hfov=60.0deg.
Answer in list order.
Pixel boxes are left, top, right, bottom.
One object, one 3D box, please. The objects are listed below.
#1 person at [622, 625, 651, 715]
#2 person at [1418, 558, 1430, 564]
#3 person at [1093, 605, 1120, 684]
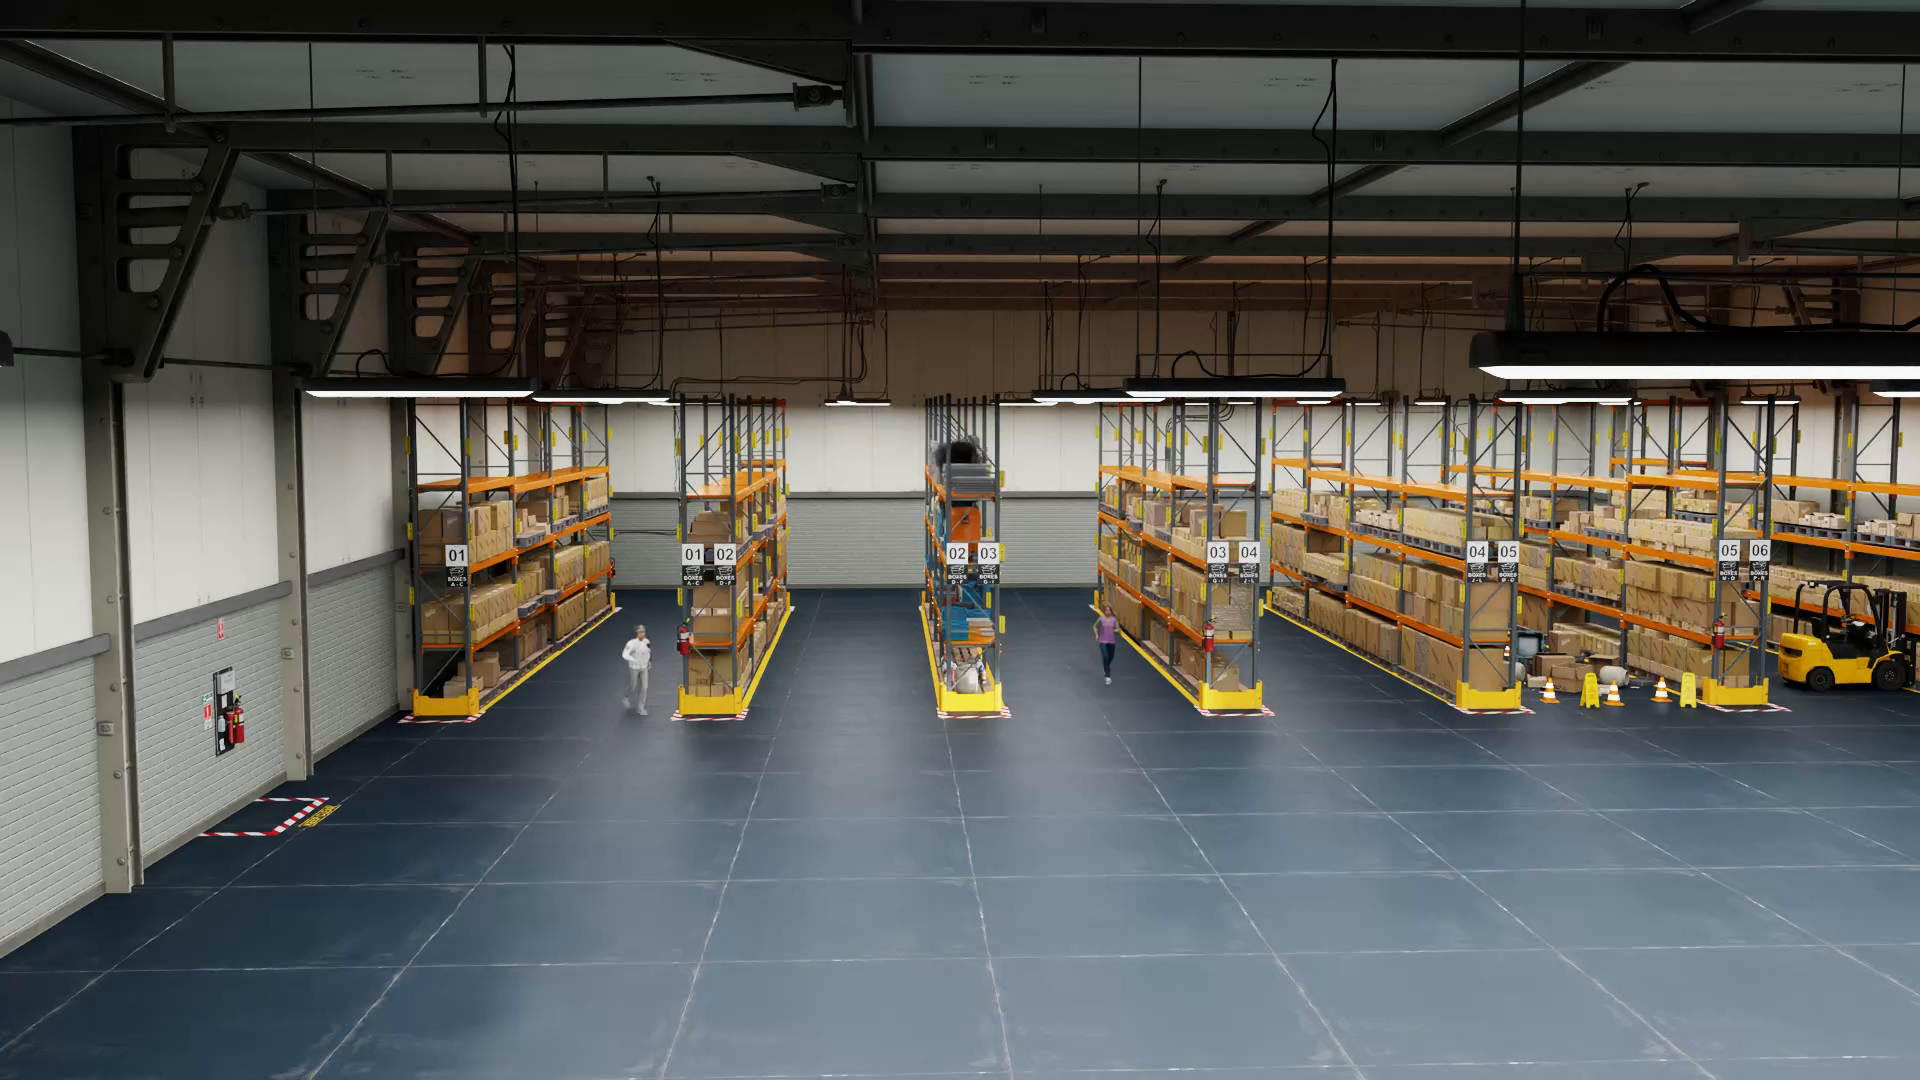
[{"bbox_3d":[-6.056,2.415,31.245,0.624,1.673,0.860,-3,5,-32],"label":"person"},{"bbox_3d":[13.784,1.024,49.295,0.774,1.652,0.674,0,5,2],"label":"person"},{"bbox_3d":[3.082,2.184,34.773,0.518,1.538,0.887,-1,5,-11],"label":"person"}]
